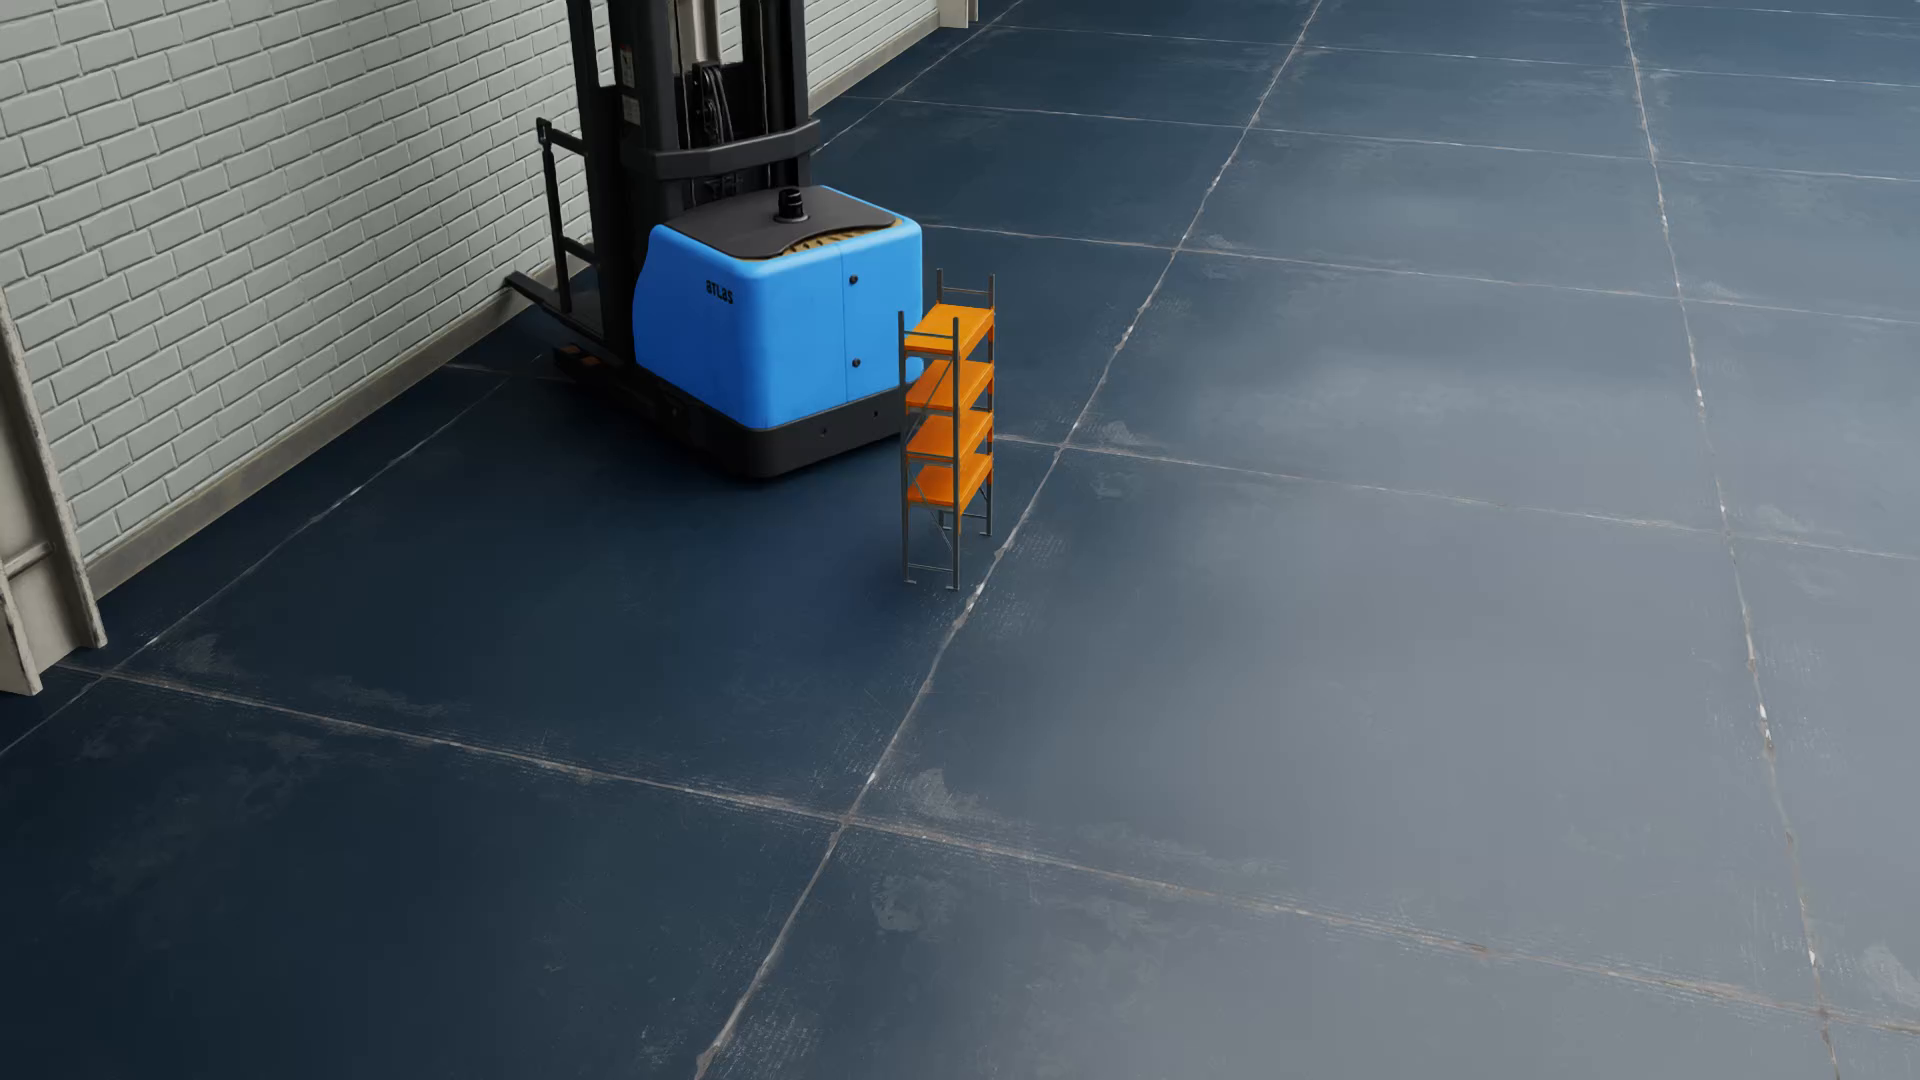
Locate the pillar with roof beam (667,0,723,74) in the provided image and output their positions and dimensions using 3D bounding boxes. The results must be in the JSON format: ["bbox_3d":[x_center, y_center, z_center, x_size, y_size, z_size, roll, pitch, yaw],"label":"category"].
[{"bbox_3d":[2.328,-5.638,8.128,9.100,9.000,0.400,8,30,15],"label":"pillar with roof beam"}]

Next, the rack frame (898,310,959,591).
[{"bbox_3d":[-0.120,-0.334,6.616,0.240,1.200,0.015,8,30,15],"label":"rack frame"}]

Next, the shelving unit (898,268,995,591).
[{"bbox_3d":[-0.049,-0.447,6.820,0.258,1.200,0.503,8,30,15],"label":"shelving unit"}]

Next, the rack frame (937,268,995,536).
[{"bbox_3d":[0.023,-0.561,7.024,0.240,1.200,0.015,8,30,15],"label":"rack frame"}]

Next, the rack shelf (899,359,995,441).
[{"bbox_3d":[-0.049,-0.584,6.744,0.258,0.148,0.480,8,30,15],"label":"rack shelf"}]

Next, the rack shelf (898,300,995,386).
[{"bbox_3d":[-0.049,-0.791,6.629,0.258,0.148,0.480,8,30,15],"label":"rack shelf"}]

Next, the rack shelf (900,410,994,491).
[{"bbox_3d":[-0.049,-0.389,6.853,0.258,0.148,0.480,8,30,15],"label":"rack shelf"}]

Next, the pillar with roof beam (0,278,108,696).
[{"bbox_3d":[0.567,-2.850,3.116,9.100,9.000,0.400,8,30,15],"label":"pillar with roof beam"}]

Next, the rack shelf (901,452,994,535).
[{"bbox_3d":[-0.049,-0.215,6.949,0.258,0.148,0.480,8,30,15],"label":"rack shelf"}]

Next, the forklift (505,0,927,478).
[{"bbox_3d":[-1.493,-2.208,8.205,1.130,2.935,3.031,-22,36,-34],"label":"forklift"}]

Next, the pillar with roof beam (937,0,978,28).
[{"bbox_3d":[4.089,-8.426,13.140,9.100,9.000,0.400,8,30,15],"label":"pillar with roof beam"}]
